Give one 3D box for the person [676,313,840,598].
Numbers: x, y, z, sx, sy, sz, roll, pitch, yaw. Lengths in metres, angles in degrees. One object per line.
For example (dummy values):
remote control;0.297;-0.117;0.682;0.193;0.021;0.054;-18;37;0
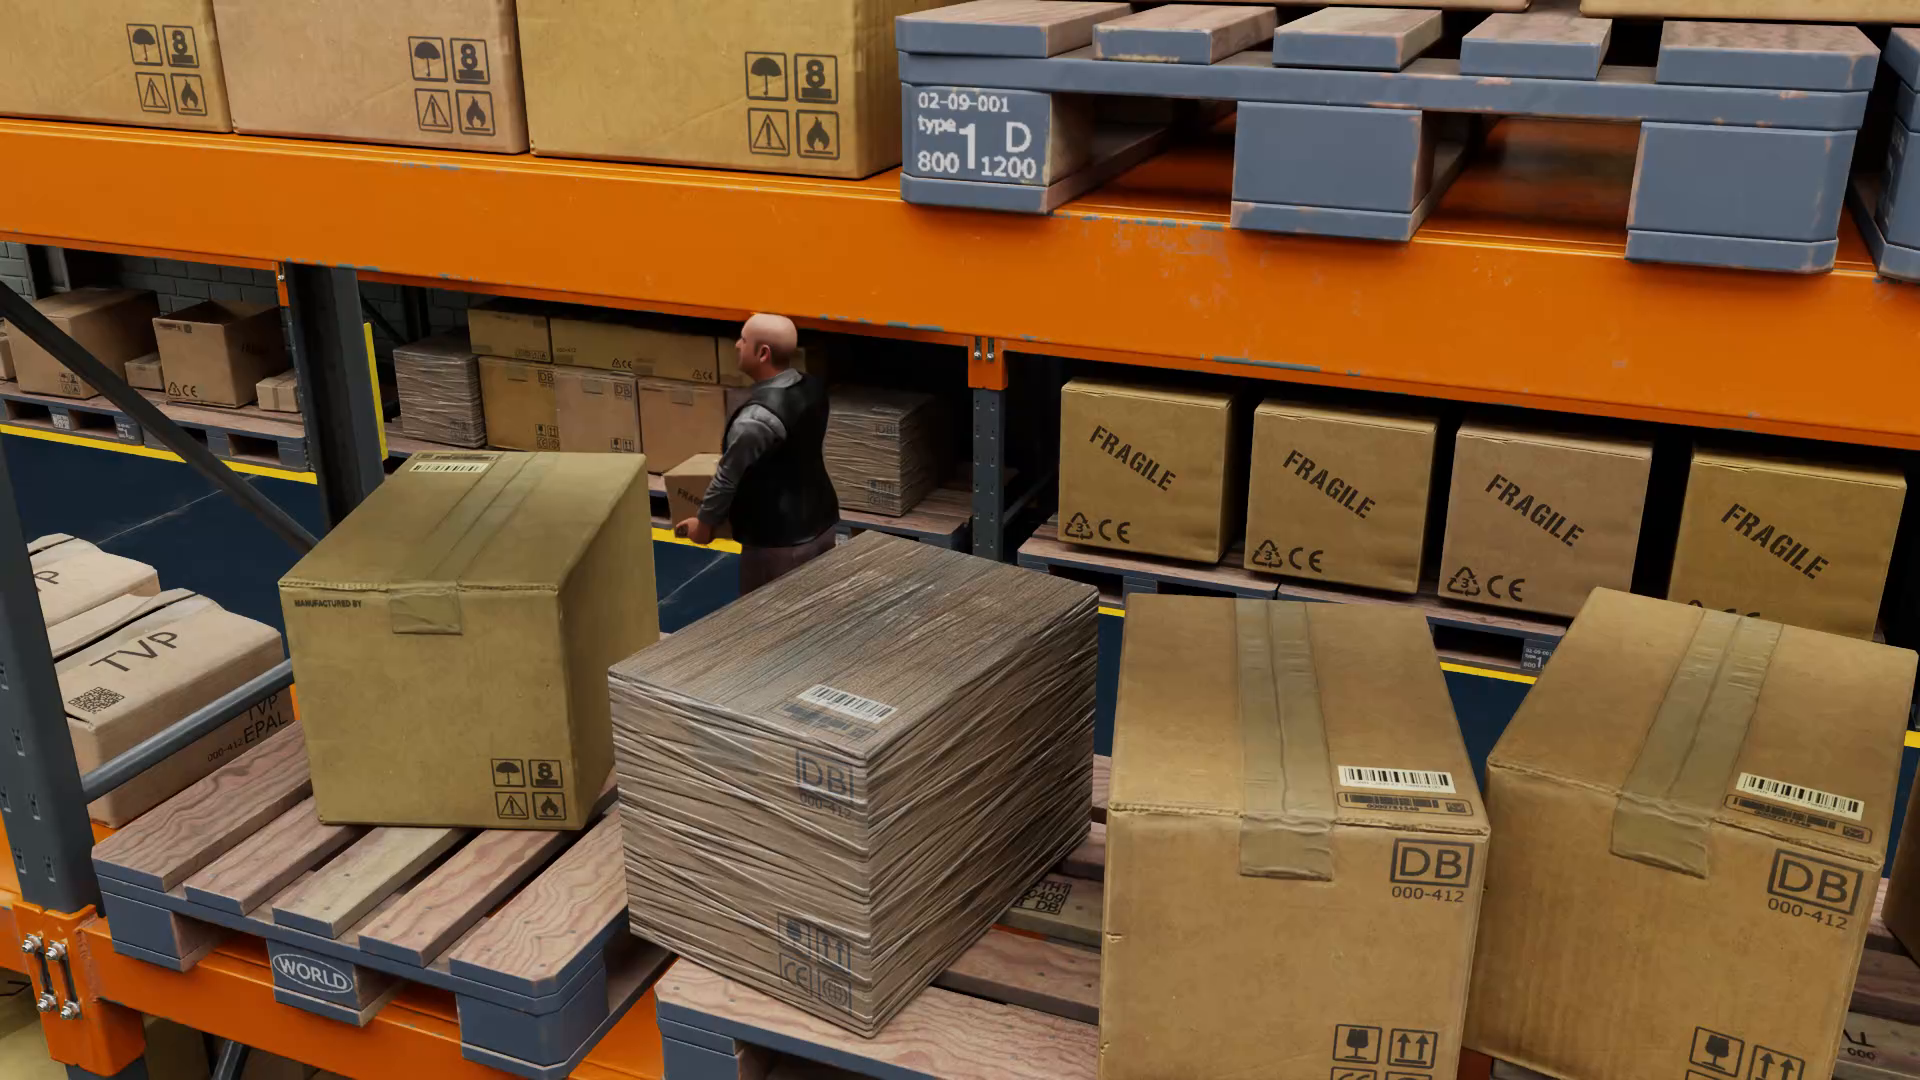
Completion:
person;-0.746;0.028;6.172;0.560;1.637;0.495;8;24;20
